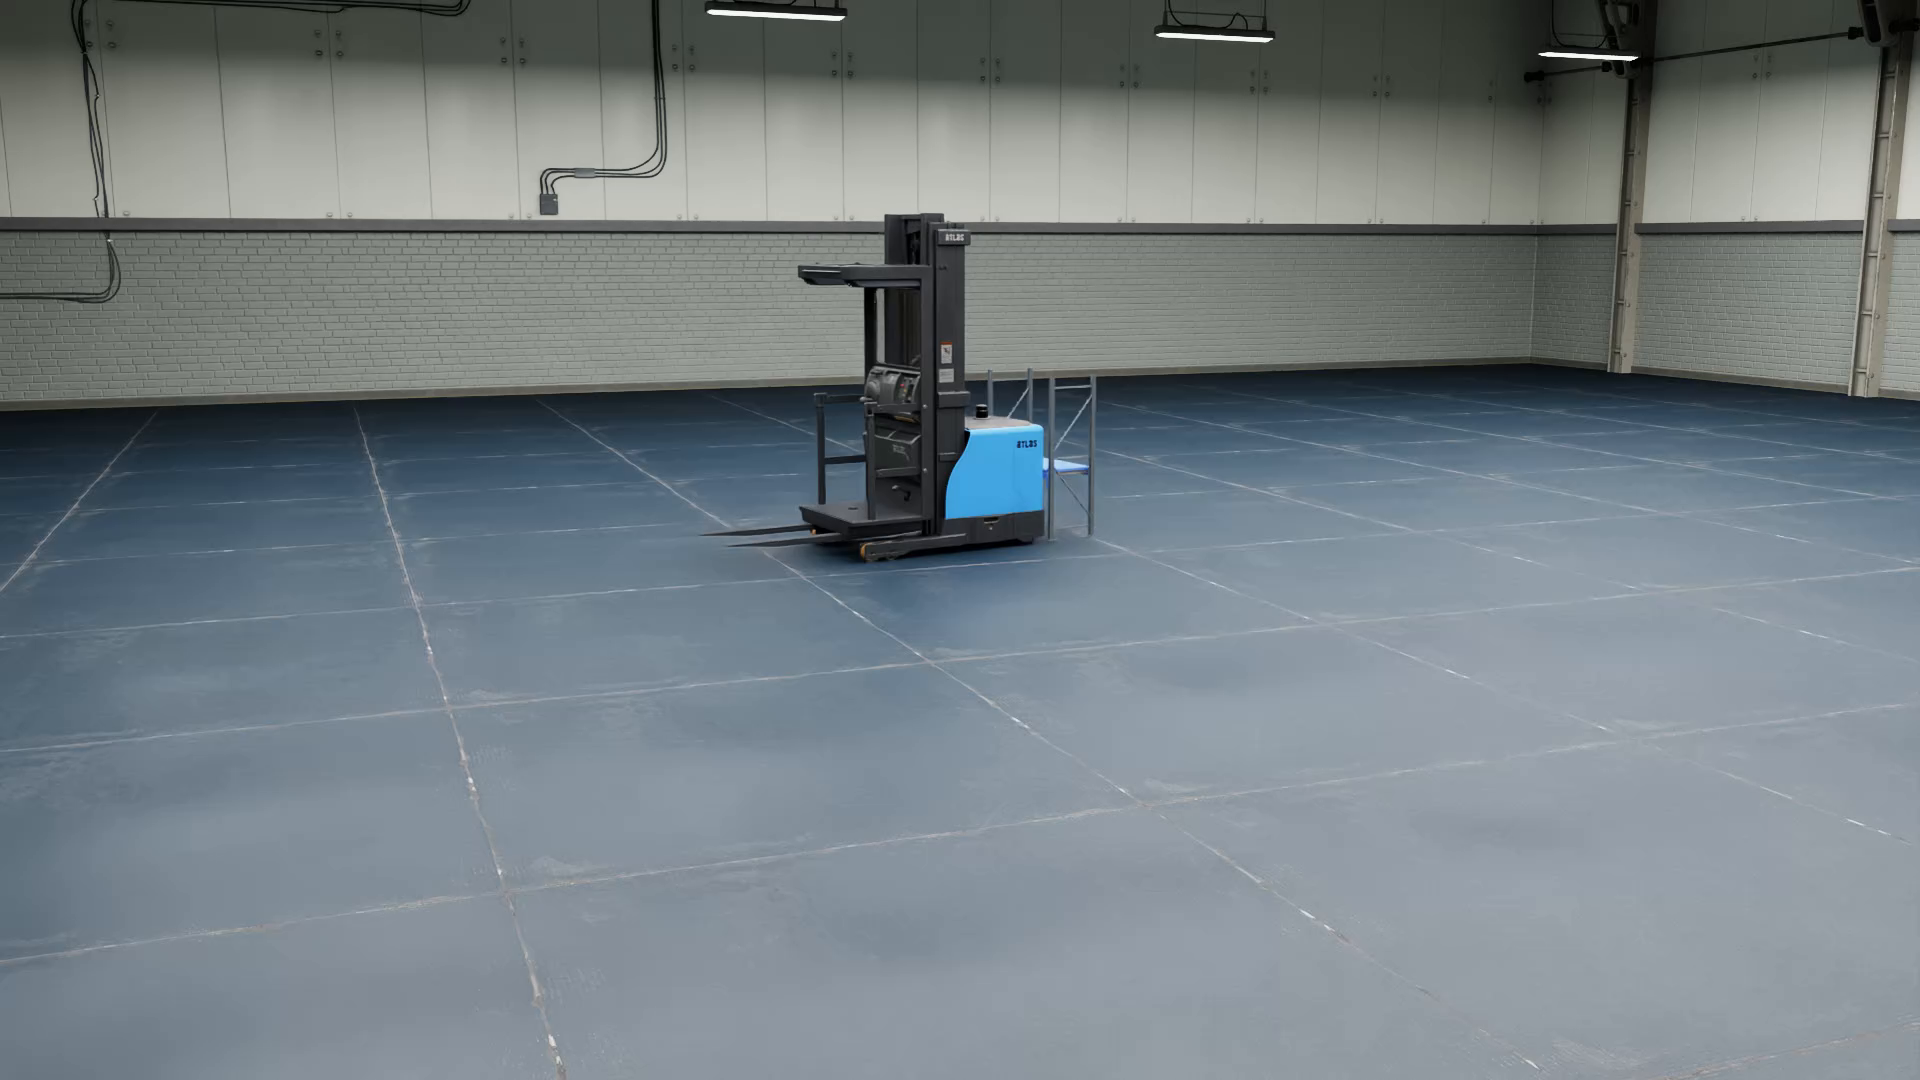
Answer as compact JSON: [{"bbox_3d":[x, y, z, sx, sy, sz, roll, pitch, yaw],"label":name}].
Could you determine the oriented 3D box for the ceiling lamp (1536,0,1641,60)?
[{"bbox_3d":[10.741,-9.910,28.598,2.000,3.185,0.800,-4,11,-21],"label":"ceiling lamp"}]

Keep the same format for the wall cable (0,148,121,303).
[{"bbox_3d":[-15.230,-5.018,26.633,3.097,2.526,0.112,-4,11,-21],"label":"wall cable"}]

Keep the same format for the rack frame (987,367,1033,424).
[{"bbox_3d":[0.480,-0.902,16.035,0.500,1.500,0.032,-6,12,-32],"label":"rack frame"}]

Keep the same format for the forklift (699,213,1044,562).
[{"bbox_3d":[-0.771,-1.360,14.525,3.031,2.935,1.130,-6,12,-29],"label":"forklift"}]

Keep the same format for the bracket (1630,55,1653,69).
[{"bbox_3d":[13.784,-9.663,33.602,0.235,0.232,0.430,-4,11,-21],"label":"bracket"}]

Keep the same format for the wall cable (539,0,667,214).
[{"bbox_3d":[-6.376,-8.821,29.436,2.305,6.003,0.169,-4,11,-21],"label":"wall cable"}]

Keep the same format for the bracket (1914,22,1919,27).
[{"bbox_3d":[16.892,-8.263,25.732,0.076,0.066,4.783,-4,11,-21],"label":"bracket"}]

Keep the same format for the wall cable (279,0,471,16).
[{"bbox_3d":[-9.824,-10.112,27.862,3.097,2.526,0.112,-4,11,-21],"label":"wall cable"}]

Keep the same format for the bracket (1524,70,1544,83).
[{"bbox_3d":[12.624,-10.186,36.538,0.235,0.232,0.430,-4,11,-21],"label":"bracket"}]

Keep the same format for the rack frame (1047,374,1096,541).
[{"bbox_3d":[1.020,-0.751,15.187,0.500,1.500,0.032,-6,12,-32],"label":"rack frame"}]

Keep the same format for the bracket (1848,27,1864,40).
[{"bbox_3d":[15.658,-8.819,28.858,0.235,0.232,0.430,-4,11,-21],"label":"bracket"}]

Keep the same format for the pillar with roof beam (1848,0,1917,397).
[{"bbox_3d":[12.126,-6.729,27.383,9.100,9.000,0.548,-4,11,-21],"label":"pillar with roof beam"}]

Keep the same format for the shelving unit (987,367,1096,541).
[{"bbox_3d":[0.750,-0.826,15.611,0.538,1.500,1.048,-6,12,-32],"label":"shelving unit"}]

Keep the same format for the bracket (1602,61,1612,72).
[{"bbox_3d":[13.483,-9.799,34.363,0.235,0.232,0.430,-4,11,-21],"label":"bracket"}]

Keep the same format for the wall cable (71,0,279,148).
[{"bbox_3d":[-12.708,-7.677,27.156,3.097,2.526,0.112,-4,11,-21],"label":"wall cable"}]

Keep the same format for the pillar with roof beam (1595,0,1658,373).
[{"bbox_3d":[9.952,-7.708,32.889,9.100,9.000,0.548,-4,11,-21],"label":"pillar with roof beam"}]

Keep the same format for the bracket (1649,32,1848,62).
[{"bbox_3d":[14.718,-9.243,31.238,0.076,0.066,4.783,-4,11,-21],"label":"bracket"}]

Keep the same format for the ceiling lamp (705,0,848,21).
[{"bbox_3d":[-2.680,-8.996,23.460,2.000,3.185,0.800,-4,11,-21],"label":"ceiling lamp"}]

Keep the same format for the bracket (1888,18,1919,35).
[{"bbox_3d":[15.958,-8.684,28.096,0.235,0.232,0.430,-4,11,-21],"label":"bracket"}]

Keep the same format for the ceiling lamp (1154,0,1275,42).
[{"bbox_3d":[3.900,-9.444,25.979,2.000,3.185,0.800,-4,11,-21],"label":"ceiling lamp"}]

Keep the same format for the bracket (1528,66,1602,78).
[{"bbox_3d":[12.839,-10.089,35.996,0.076,0.066,3.189,-4,11,-21],"label":"bracket"}]

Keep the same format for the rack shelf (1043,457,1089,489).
[{"bbox_3d":[0.750,-0.649,15.642,0.538,0.185,1.000,-6,12,-32],"label":"rack shelf"}]
